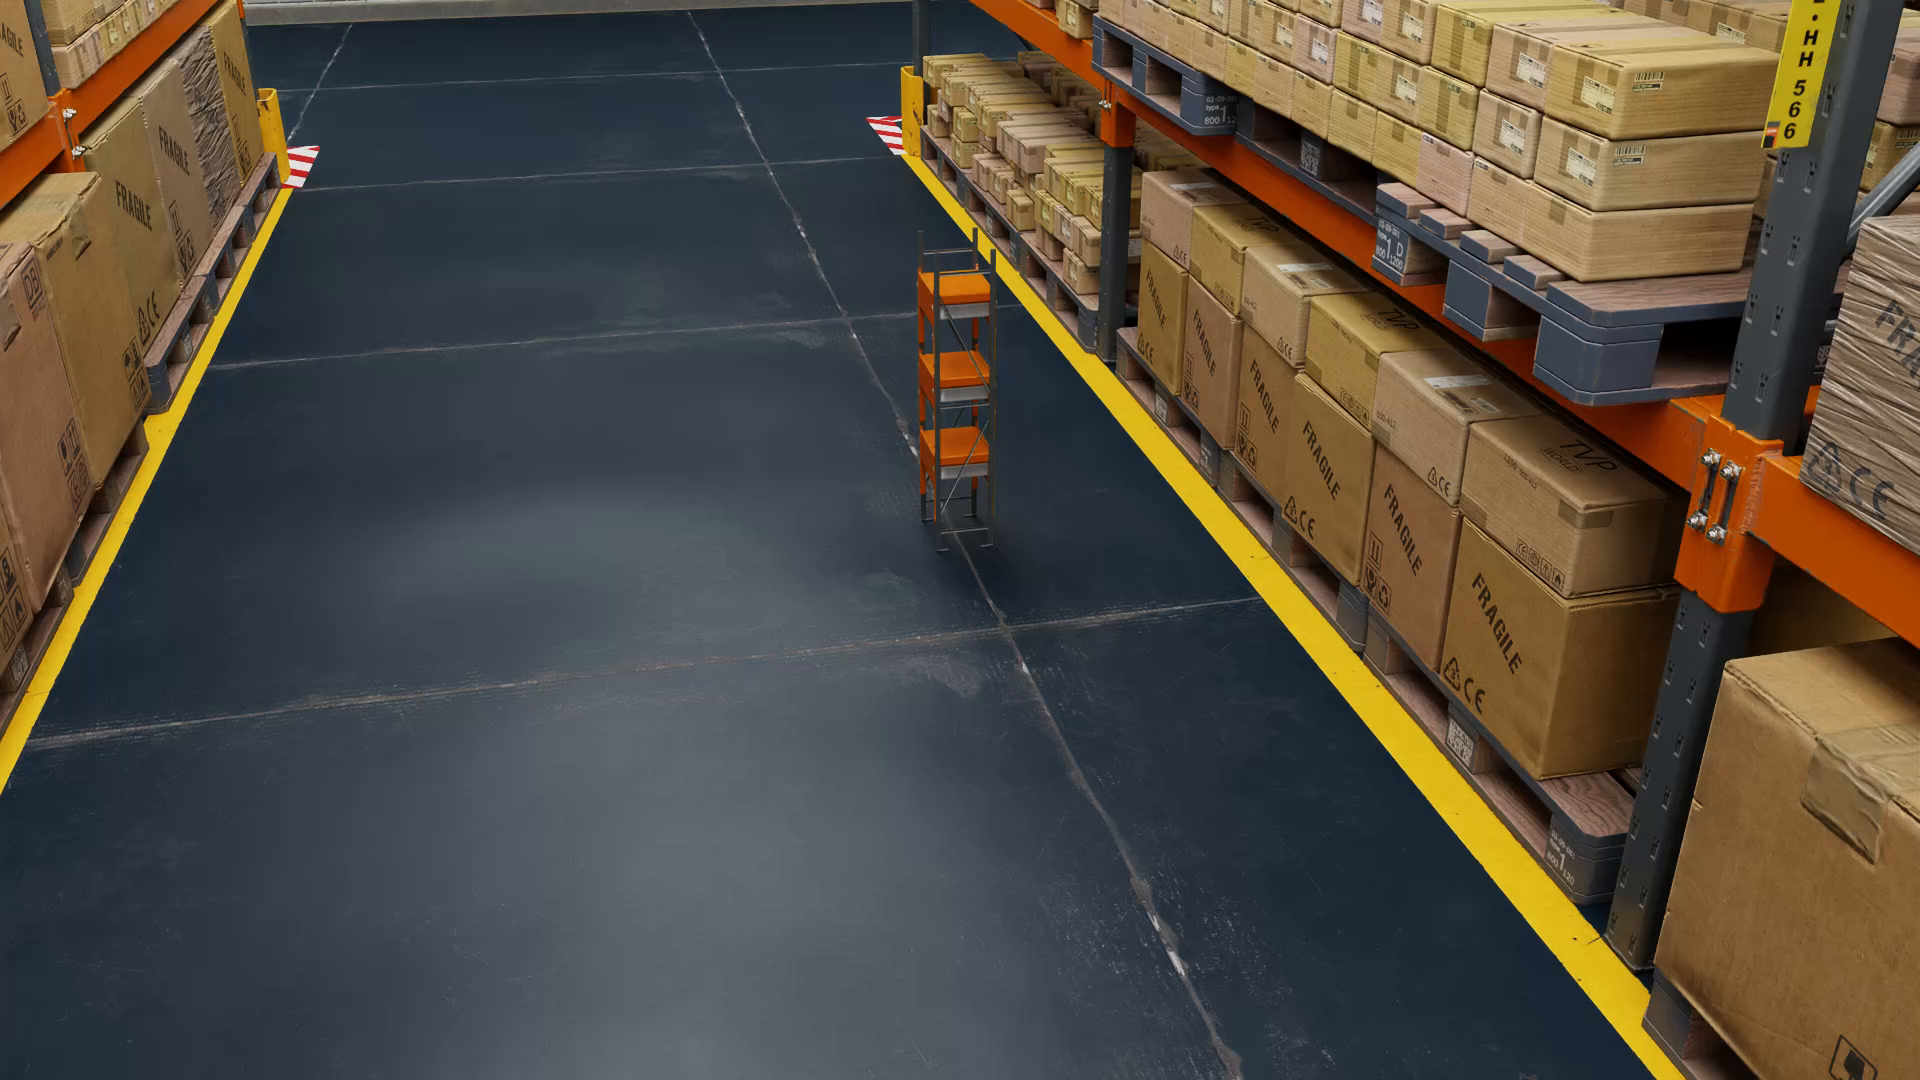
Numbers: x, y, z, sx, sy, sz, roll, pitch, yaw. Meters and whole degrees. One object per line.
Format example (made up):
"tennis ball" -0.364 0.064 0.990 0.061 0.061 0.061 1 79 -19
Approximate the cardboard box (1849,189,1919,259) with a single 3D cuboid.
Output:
"cardboard box" 2.101 -0.718 3.657 0.380 0.149 0.250 -6 27 -12

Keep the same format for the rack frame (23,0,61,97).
"rack frame" -3.751 -1.723 5.834 1.000 3.000 0.127 -6 27 -12

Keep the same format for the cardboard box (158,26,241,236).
"cardboard box" -4.225 -2.045 8.365 0.875 0.875 0.875 -6 27 -12

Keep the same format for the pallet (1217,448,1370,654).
"pallet" 1.559 -0.059 5.633 1.003 0.211 1.213 -6 27 -12

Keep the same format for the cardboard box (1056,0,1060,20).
"cardboard box" 0.645 -2.397 7.449 0.380 0.149 0.250 -5 27 -10

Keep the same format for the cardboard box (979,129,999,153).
"cardboard box" 0.323 -2.275 9.295 0.380 0.149 0.250 -7 28 -14

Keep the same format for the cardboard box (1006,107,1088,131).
"cardboard box" 0.455 -2.178 8.773 0.380 0.149 0.250 -6 27 -11

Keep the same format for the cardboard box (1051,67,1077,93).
"cardboard box" 0.751 -2.695 9.798 0.380 0.149 0.250 -7 28 -13

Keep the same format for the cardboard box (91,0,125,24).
"cardboard box" -3.709 -2.240 6.696 0.500 0.250 0.500 -6 27 -12

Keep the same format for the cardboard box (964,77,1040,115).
"cardboard box" 0.237 -2.521 9.453 0.380 0.149 0.250 -7 28 -14

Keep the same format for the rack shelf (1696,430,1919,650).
"rack shelf" 2.456 0.773 1.688 1.077 0.370 4.000 -6 27 -12

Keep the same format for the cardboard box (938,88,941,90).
"cardboard box" 0.070 -2.730 10.197 0.380 0.149 0.250 -5 27 -9

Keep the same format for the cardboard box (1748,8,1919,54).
"cardboard box" 2.027 -1.107 3.767 0.380 0.149 0.250 -7 28 -13

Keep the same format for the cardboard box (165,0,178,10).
"cardboard box" -3.907 -2.573 7.797 0.380 0.149 0.250 -5 27 -11

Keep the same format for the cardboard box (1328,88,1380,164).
"cardboard box" 1.219 -1.121 4.455 0.380 0.149 0.250 -7 28 -14

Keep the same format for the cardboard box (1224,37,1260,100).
"cardboard box" 1.044 -1.465 5.136 0.380 0.149 0.250 -6 27 -13

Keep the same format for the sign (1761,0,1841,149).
"sign" 1.479 -0.848 2.905 0.100 0.325 0.005 -6 27 -12

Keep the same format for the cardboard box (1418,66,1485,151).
"cardboard box" 1.327 -1.037 3.958 0.380 0.149 0.250 -5 27 -10

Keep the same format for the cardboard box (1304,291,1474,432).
"cardboard box" 1.372 -0.551 4.989 0.500 0.250 0.500 -5 27 -10

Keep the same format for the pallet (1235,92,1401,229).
"pallet" 1.519 -1.205 5.022 1.003 0.211 1.213 -6 27 -12

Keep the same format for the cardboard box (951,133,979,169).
"cardboard box" 0.161 -2.252 9.581 0.380 0.149 0.250 -6 27 -11

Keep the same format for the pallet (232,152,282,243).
"pallet" -4.396 -1.891 9.262 1.003 0.211 1.213 -6 27 -12

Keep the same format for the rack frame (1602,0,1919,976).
"rack frame" 2.005 -0.426 3.265 1.000 3.000 0.127 -6 27 -12

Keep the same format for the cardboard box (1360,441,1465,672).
"cardboard box" 1.489 0.012 4.706 0.500 0.500 0.500 -5 27 -10

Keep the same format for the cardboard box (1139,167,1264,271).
"cardboard box" 1.013 -1.237 6.348 0.500 0.250 0.500 -7 28 -14

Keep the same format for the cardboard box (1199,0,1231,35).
"cardboard box" 0.986 -1.711 5.294 0.380 0.149 0.250 -5 27 -10

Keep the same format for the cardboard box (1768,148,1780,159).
"cardboard box" 2.029 -0.986 3.856 0.380 0.149 0.250 -5 27 -9

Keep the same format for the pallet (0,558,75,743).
"pallet" -3.226 0.390 4.743 1.003 0.211 1.213 -6 27 -12

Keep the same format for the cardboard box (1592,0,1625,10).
"cardboard box" 1.854 -1.450 4.447 0.380 0.149 0.250 -5 27 -9

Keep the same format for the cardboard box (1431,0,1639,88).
"cardboard box" 1.335 -1.161 3.874 0.380 0.149 0.250 -5 27 -10

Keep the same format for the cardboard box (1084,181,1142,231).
"cardboard box" 0.770 -1.492 7.415 0.380 0.149 0.250 -5 27 -10

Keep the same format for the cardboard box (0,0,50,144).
"cardboard box" -3.380 -1.590 5.460 0.500 0.500 0.500 -6 27 -11

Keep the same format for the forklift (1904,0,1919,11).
"forklift" 3.128 -1.383 5.238 1.130 2.935 3.031 -6 27 -11

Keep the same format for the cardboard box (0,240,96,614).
"cardboard box" -3.385 -0.291 4.889 1.225 0.875 0.875 -7 28 -13

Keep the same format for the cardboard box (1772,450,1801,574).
"cardboard box" 2.086 -0.160 4.213 0.500 0.250 0.500 -7 28 -14

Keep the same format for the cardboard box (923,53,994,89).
"cardboard box" -0.010 -2.854 10.113 0.380 0.149 0.250 -7 28 -14

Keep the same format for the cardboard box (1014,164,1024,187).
"cardboard box" 0.494 -1.919 8.590 0.380 0.149 0.250 -7 28 -14

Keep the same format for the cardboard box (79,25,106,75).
"cardboard box" -3.553 -1.890 6.444 0.380 0.149 0.250 -7 28 -13

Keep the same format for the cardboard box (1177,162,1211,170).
"cardboard box" 1.224 -1.662 7.751 0.380 0.149 0.250 -5 27 -9

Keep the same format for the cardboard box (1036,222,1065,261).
"cardboard box" 0.584 -1.466 8.024 0.380 0.149 0.250 -7 28 -13

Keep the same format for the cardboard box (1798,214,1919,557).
"cardboard box" 1.843 -0.246 2.798 0.500 0.500 0.500 -6 27 -11

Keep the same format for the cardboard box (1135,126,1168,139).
"cardboard box" 1.060 -2.000 8.421 0.380 0.149 0.250 -5 27 -10

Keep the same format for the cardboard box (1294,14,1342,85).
"cardboard box" 1.158 -1.371 4.620 0.380 0.149 0.250 -5 27 -10

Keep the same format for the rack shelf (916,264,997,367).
"rack shelf" -0.012 -0.736 5.437 0.215 0.259 0.240 -6 27 -12

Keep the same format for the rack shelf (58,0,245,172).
"rack shelf" -4.202 -2.280 7.736 1.077 0.370 4.000 -6 27 -12

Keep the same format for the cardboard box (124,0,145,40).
"cardboard box" -3.732 -2.233 7.123 0.380 0.149 0.250 -6 27 -12

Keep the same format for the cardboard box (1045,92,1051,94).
"cardboard box" 0.606 -2.663 10.064 0.380 0.149 0.250 -7 28 -13

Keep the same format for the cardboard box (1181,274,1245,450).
"cardboard box" 1.133 -0.670 6.057 0.500 0.500 0.500 -5 27 -9

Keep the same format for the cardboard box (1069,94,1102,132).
"cardboard box" 0.814 -2.335 9.086 0.380 0.149 0.250 -7 28 -13

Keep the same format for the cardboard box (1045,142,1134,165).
"cardboard box" 0.628 -1.831 8.086 0.380 0.149 0.250 -5 27 -10

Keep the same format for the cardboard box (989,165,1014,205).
"cardboard box" 0.370 -1.913 8.908 0.380 0.149 0.250 -6 27 -12

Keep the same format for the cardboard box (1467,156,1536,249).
"cardboard box" 1.392 -0.780 3.780 0.380 0.149 0.250 -6 27 -12

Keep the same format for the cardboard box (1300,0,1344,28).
"cardboard box" 1.159 -1.503 4.552 0.380 0.149 0.250 -5 27 -9

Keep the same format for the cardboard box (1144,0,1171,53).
"cardboard box" 0.865 -1.807 5.813 0.380 0.149 0.250 -6 27 -11

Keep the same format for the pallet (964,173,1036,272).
"pallet" 0.640 -1.765 9.013 1.003 0.211 1.213 -6 27 -12

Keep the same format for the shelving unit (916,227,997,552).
"shelving unit" -0.012 -0.492 5.560 0.215 1.050 0.252 -6 27 -12

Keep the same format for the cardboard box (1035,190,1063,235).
"cardboard box" 0.573 -1.569 7.897 0.380 0.149 0.250 -7 28 -13
